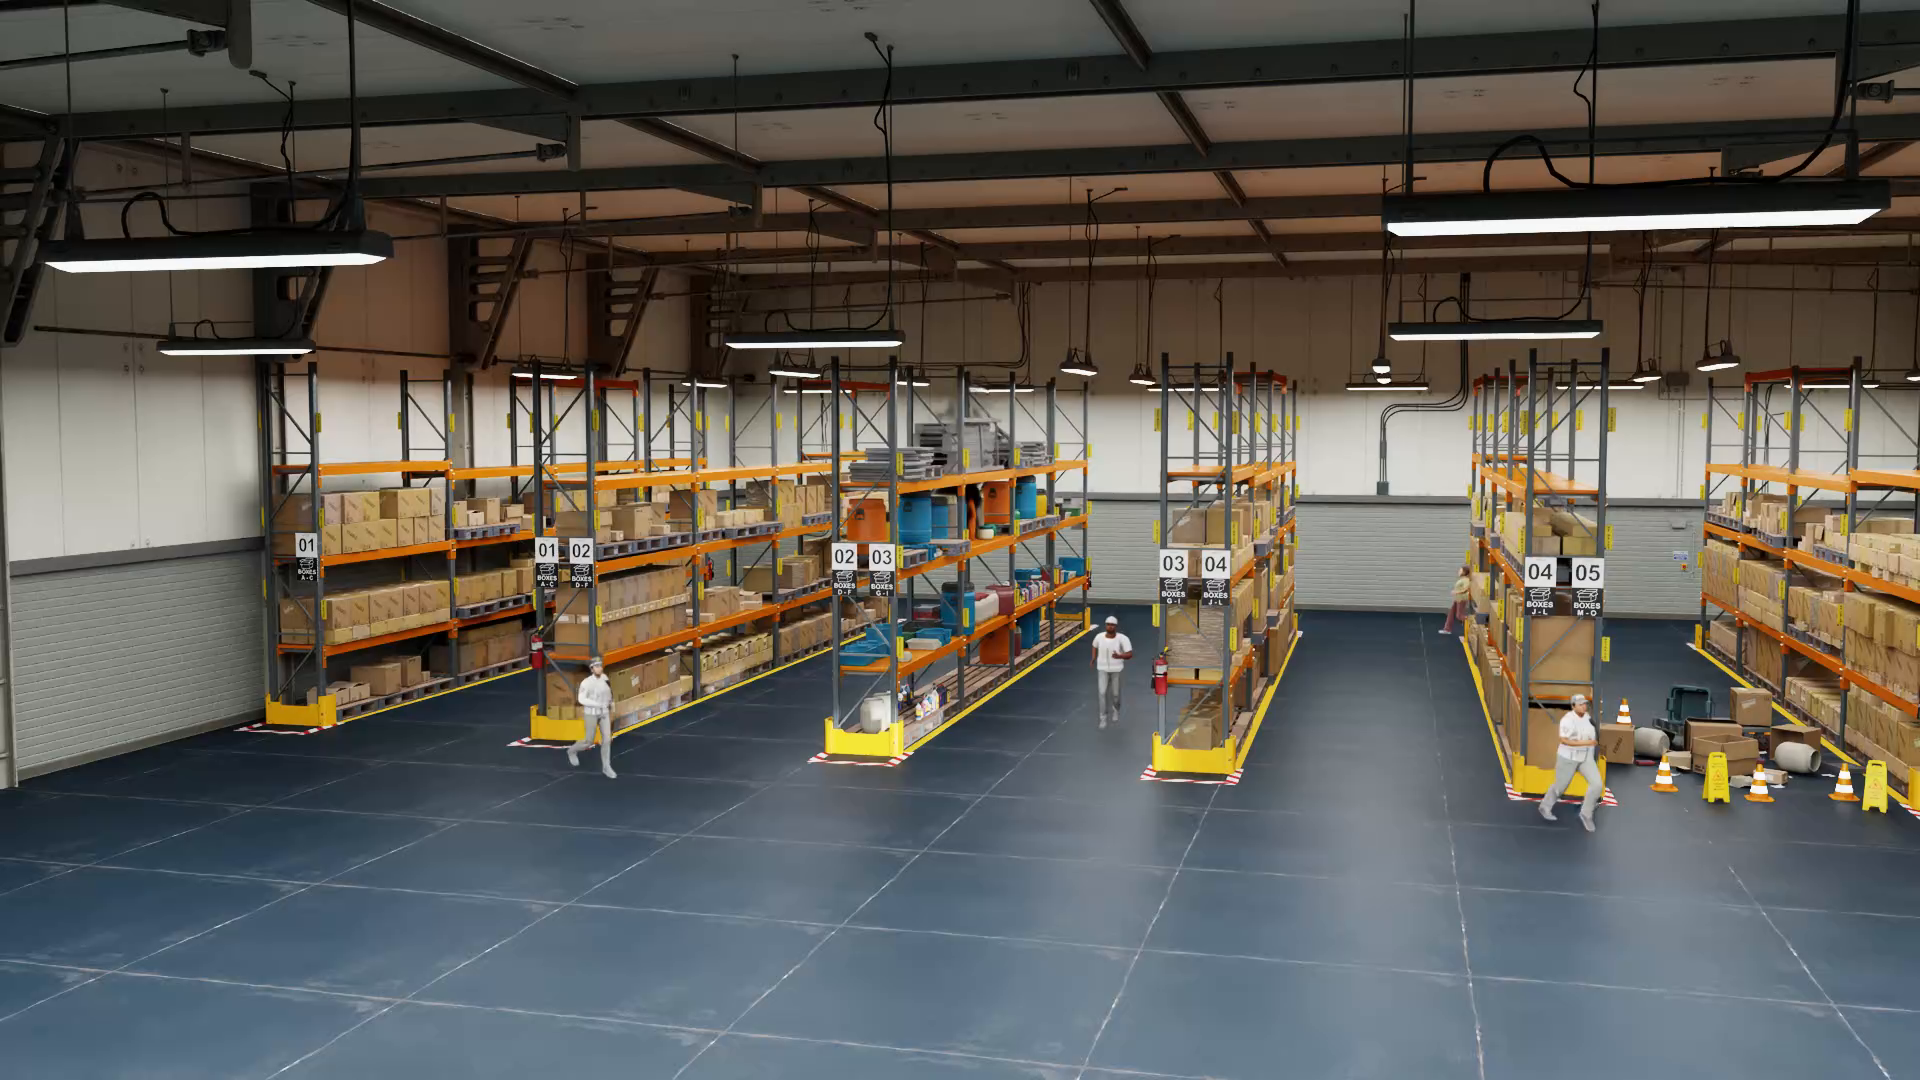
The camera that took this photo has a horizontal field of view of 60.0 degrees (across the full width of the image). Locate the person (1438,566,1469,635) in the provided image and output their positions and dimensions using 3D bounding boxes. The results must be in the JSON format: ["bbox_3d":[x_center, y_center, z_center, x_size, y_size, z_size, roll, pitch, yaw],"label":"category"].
[{"bbox_3d":[11.733,1.432,39.059,0.923,1.634,0.612,0,4,6],"label":"person"}]

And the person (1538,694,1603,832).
[{"bbox_3d":[7.606,2.735,20.570,0.613,1.707,0.866,-2,4,-22],"label":"person"}]

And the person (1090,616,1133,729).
[{"bbox_3d":[2.437,2.112,26.882,0.704,1.769,0.888,1,4,14],"label":"person"}]

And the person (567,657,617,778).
[{"bbox_3d":[-5.209,2.497,23.685,0.898,1.708,0.588,4,6,43],"label":"person"}]
